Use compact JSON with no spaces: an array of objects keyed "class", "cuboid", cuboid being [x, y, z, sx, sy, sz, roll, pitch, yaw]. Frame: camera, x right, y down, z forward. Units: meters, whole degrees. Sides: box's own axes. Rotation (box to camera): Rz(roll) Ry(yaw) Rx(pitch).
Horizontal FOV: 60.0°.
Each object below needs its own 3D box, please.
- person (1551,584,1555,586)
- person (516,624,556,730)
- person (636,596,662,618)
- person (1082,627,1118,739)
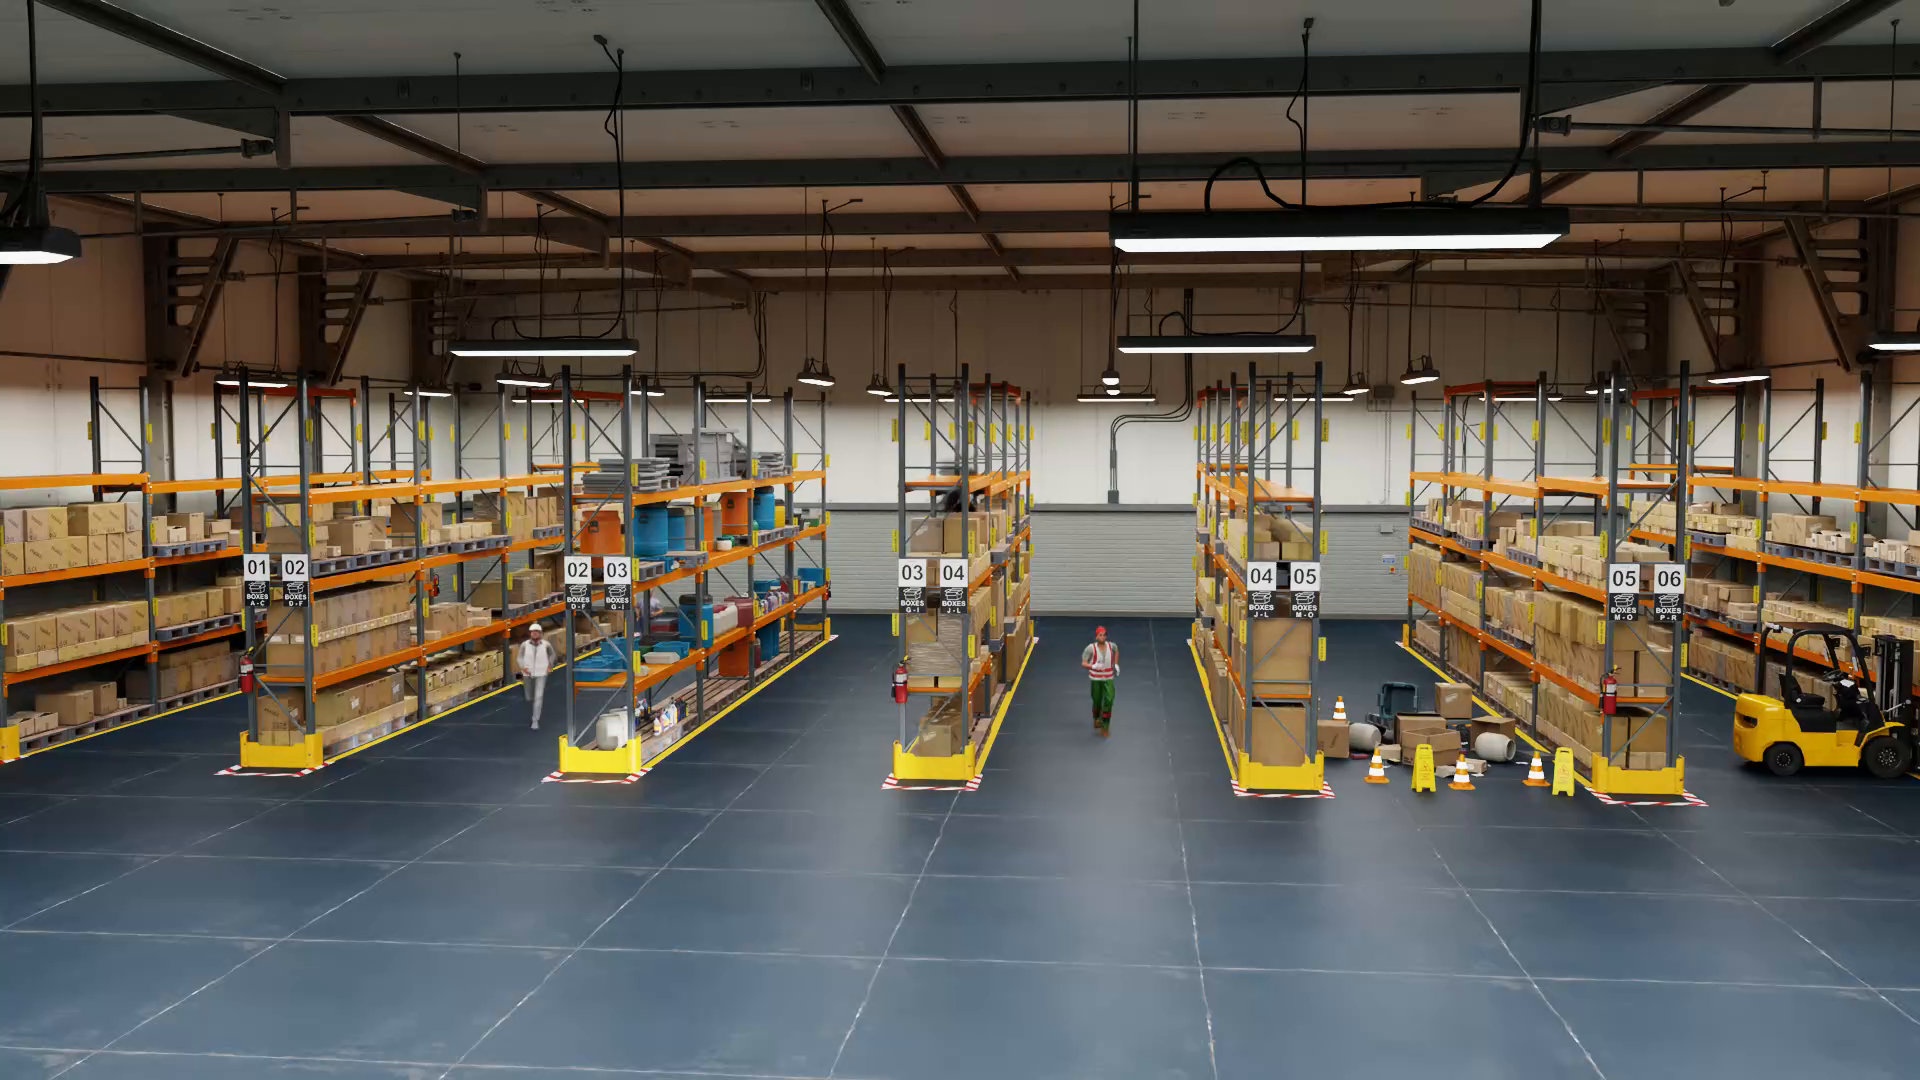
[{"class":"person","cuboid":[12.805,1.783,35.868,0.718,1.683,0.811,-1,4,-8]},{"class":"person","cuboid":[-7.288,2.318,28.557,0.637,1.764,1.053,0,4,-3]},{"class":"person","cuboid":[-6.838,1.481,36.550,0.584,0.500,0.394,0,4,-7]},{"class":"person","cuboid":[2.330,2.360,27.601,0.680,1.867,0.831,-1,4,-8]}]
